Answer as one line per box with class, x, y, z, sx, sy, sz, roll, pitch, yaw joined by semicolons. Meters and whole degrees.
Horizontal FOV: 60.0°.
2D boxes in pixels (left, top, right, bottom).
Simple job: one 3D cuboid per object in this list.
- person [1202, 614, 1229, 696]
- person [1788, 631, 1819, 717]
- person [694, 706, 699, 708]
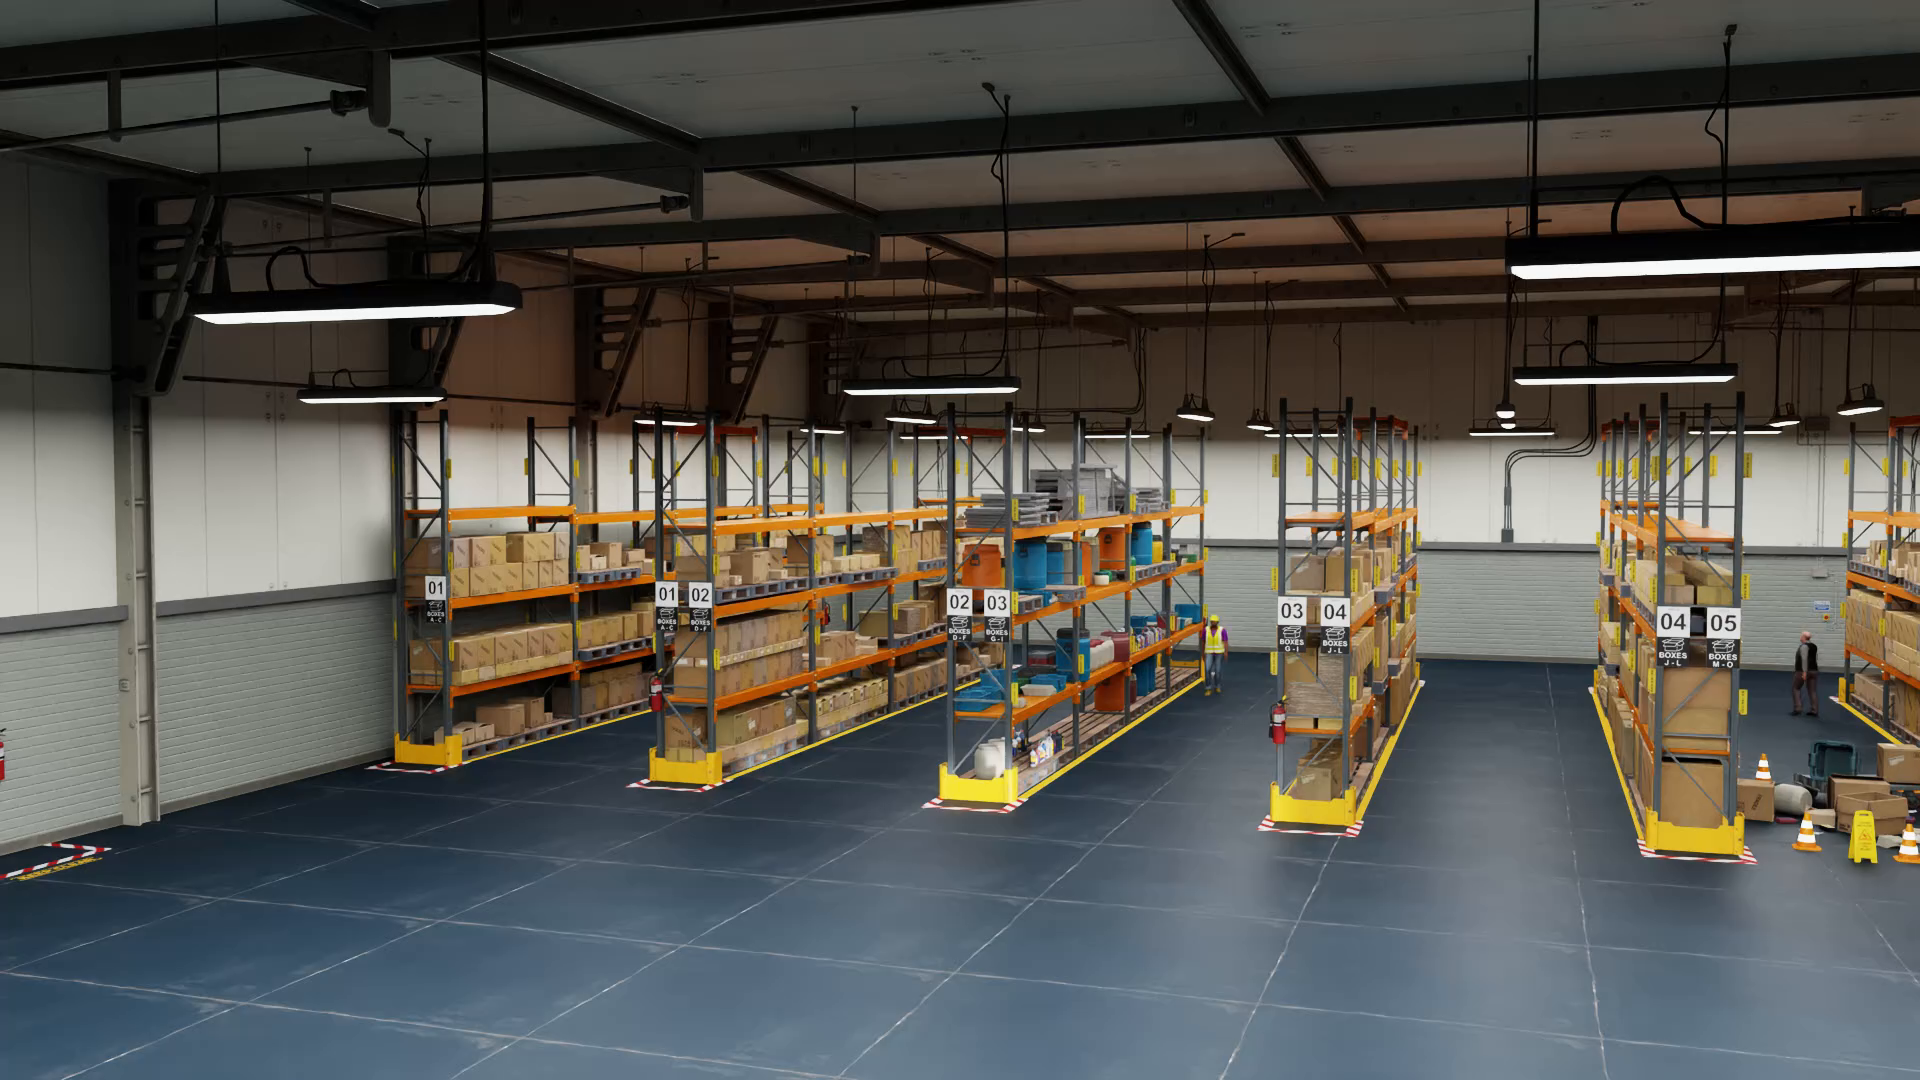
person;5.652;2.552;36.892;0.612;1.816;0.572;1;3;16
person;17.155;2.663;33.575;0.520;1.636;0.557;-1;3;-13
person;-5.002;2.756;32.713;0.556;1.749;0.692;0;2;-5
